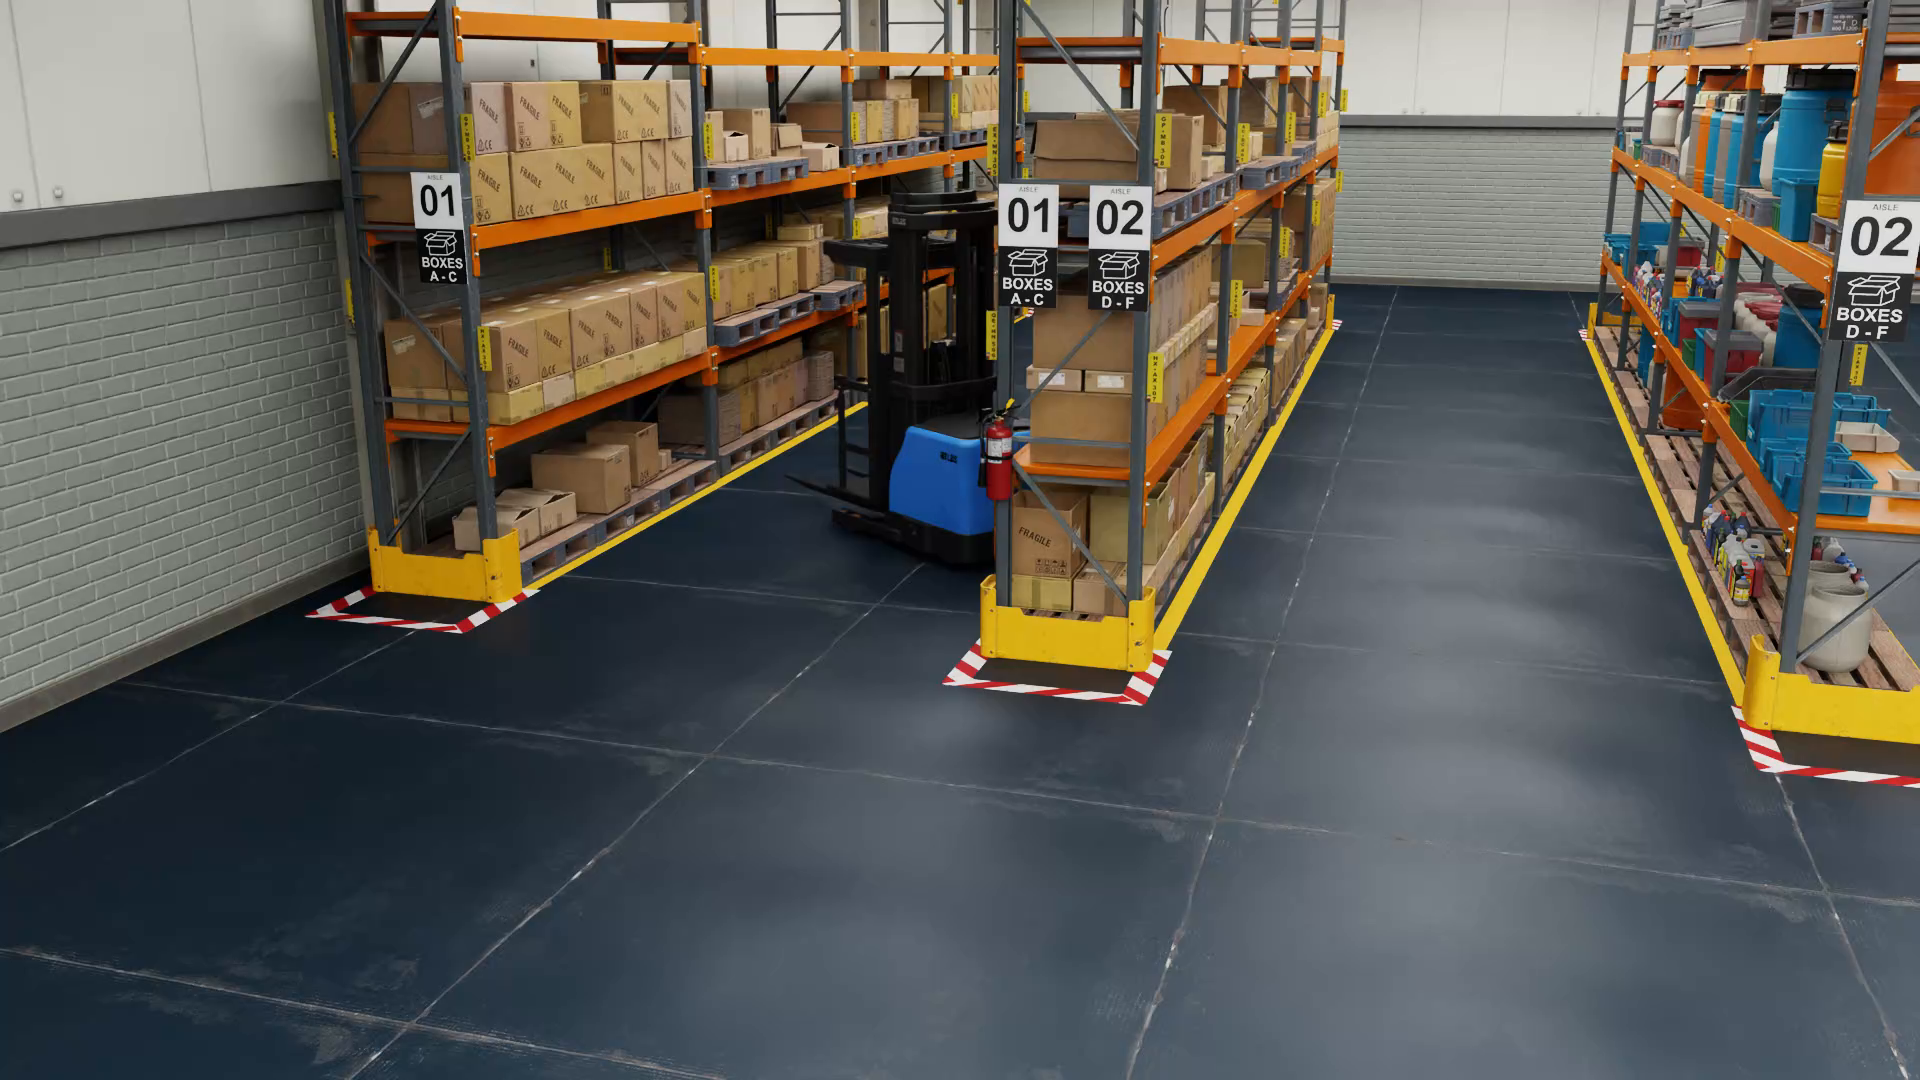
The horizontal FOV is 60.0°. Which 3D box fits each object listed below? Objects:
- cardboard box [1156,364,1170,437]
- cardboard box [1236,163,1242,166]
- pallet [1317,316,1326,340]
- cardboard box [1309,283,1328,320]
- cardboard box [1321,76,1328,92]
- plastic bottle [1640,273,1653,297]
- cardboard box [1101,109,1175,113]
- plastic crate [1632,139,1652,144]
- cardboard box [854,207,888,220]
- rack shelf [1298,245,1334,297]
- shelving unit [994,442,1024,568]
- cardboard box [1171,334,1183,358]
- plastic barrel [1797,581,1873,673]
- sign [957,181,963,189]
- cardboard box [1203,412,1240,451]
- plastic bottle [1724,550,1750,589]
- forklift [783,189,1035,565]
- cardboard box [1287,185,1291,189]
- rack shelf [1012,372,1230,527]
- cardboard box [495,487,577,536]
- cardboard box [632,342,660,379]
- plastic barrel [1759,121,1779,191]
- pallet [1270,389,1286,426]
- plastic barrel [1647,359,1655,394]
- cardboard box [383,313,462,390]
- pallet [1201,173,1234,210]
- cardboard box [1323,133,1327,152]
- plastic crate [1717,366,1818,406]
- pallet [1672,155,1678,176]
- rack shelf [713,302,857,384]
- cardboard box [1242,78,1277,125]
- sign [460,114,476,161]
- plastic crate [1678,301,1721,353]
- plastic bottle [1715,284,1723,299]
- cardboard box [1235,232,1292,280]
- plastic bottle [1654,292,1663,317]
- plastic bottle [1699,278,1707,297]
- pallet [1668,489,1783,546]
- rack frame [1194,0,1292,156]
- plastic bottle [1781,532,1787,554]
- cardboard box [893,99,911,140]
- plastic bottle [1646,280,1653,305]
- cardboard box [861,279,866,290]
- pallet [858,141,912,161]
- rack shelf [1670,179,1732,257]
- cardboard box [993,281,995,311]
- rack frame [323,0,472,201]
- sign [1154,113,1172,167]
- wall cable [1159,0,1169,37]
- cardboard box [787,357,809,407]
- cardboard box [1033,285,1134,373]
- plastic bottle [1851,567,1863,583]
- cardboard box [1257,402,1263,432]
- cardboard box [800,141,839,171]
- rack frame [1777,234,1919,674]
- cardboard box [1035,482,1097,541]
[{"bbox_3d":[1.177,-1.082,12.465,0.700,0.500,0.500,5,17,16],"label":"cardboard box"},{"bbox_3d":[2.479,-3.761,16.099,0.500,0.250,0.500,3,16,11],"label":"cardboard box"},{"bbox_3d":[5.040,-3.262,25.442,1.003,0.211,1.213,5,16,16],"label":"pallet"},{"bbox_3d":[5.369,-3.680,25.580,0.500,0.500,0.500,5,16,16],"label":"cardboard box"},{"bbox_3d":[4.895,-6.405,23.901,0.700,0.500,0.500,5,16,16],"label":"cardboard box"},{"bbox_3d":[8.139,-3.007,19.660,0.152,0.276,0.135,5,16,16],"label":"plastic bottle"},{"bbox_3d":[1.481,-3.342,13.907,0.500,0.500,0.500,6,17,20],"label":"cardboard box"},{"bbox_3d":[8.852,-5.026,21.361,0.416,0.233,0.300,5,16,16],"label":"plastic crate"},{"bbox_3d":[-1.070,-4.054,20.986,0.500,0.250,0.500,5,17,16],"label":"cardboard box"},{"bbox_3d":[4.719,-3.962,24.121,1.077,0.370,4.000,5,16,16],"label":"rack shelf"},{"bbox_3d":[0.386,-0.242,13.258,0.215,1.050,0.252,-1,16,-3],"label":"shelving unit"},{"bbox_3d":[1.496,-1.494,12.728,0.380,0.149,0.250,5,17,16],"label":"cardboard box"},{"bbox_3d":[5.603,0.556,10.662,0.421,0.512,0.421,0,16,0],"label":"plastic barrel"},{"bbox_3d":[0.007,-5.714,27.247,0.100,0.325,0.005,5,16,16],"label":"sign"},{"bbox_3d":[2.381,-1.061,15.814,0.500,0.311,0.500,4,16,15],"label":"cardboard box"},{"bbox_3d":[5.728,0.223,12.230,0.152,0.276,0.135,4,16,14],"label":"plastic bottle"},{"bbox_3d":[-0.476,-1.548,14.417,1.130,2.935,3.031,-12,20,-36],"label":"forklift"},{"bbox_3d":[4.477,-4.864,23.967,0.500,0.500,0.500,4,16,15],"label":"cardboard box"},{"bbox_3d":[1.309,-0.823,13.052,1.077,0.370,4.000,5,16,16],"label":"rack shelf"},{"bbox_3d":[-3.565,-0.270,13.906,0.500,0.311,0.500,6,17,20],"label":"cardboard box"},{"bbox_3d":[-2.995,-1.603,14.722,0.500,0.250,0.500,5,16,16],"label":"cardboard box"},{"bbox_3d":[6.315,-2.909,12.616,0.421,0.512,0.421,0,16,0],"label":"plastic barrel"},{"bbox_3d":[3.263,-1.590,19.547,1.003,0.211,1.213,5,16,16],"label":"pallet"},{"bbox_3d":[8.281,-1.938,19.456,0.421,0.512,0.421,0,16,0],"label":"plastic barrel"},{"bbox_3d":[-4.080,-1.467,12.868,0.500,0.500,0.500,4,16,15],"label":"cardboard box"},{"bbox_3d":[1.660,-2.868,13.608,1.003,0.211,1.213,5,16,16],"label":"pallet"},{"bbox_3d":[4.816,-5.525,23.091,0.500,0.250,0.500,5,16,16],"label":"cardboard box"},{"bbox_3d":[6.355,-1.150,13.001,0.767,0.338,0.504,5,16,16],"label":"plastic crate"},{"bbox_3d":[8.073,-3.898,17.426,1.003,0.211,1.213,5,16,16],"label":"pallet"},{"bbox_3d":[-2.305,-2.253,18.093,1.077,0.370,4.000,5,16,16],"label":"rack shelf"},{"bbox_3d":[3.289,-4.958,18.800,0.500,0.500,0.500,5,16,16],"label":"cardboard box"},{"bbox_3d":[-3.490,-2.851,11.783,0.100,0.325,0.005,5,16,16],"label":"sign"},{"bbox_3d":[7.010,-1.985,15.715,0.402,0.464,0.583,5,16,16],"label":"plastic crate"},{"bbox_3d":[8.589,-2.745,18.738,0.152,0.276,0.135,5,16,16],"label":"plastic bottle"},{"bbox_3d":[3.528,-3.387,19.820,0.700,0.500,0.500,8,18,26],"label":"cardboard box"},{"bbox_3d":[7.639,-2.571,18.132,0.097,0.271,0.097,0,16,0],"label":"plastic bottle"},{"bbox_3d":[8.621,-2.892,19.263,0.097,0.271,0.097,0,16,0],"label":"plastic bottle"},{"bbox_3d":[6.811,-0.174,14.557,1.003,0.211,1.213,5,16,16],"label":"pallet"},{"bbox_3d":[3.014,-5.625,17.670,1.000,3.000,0.127,5,16,16],"label":"rack frame"},{"bbox_3d":[6.581,-0.065,13.109,0.144,0.351,0.185,5,16,16],"label":"plastic bottle"},{"bbox_3d":[-1.051,-5.499,21.733,0.700,0.500,0.500,4,16,15],"label":"cardboard box"},{"bbox_3d":[7.883,-2.819,18.984,0.061,0.283,0.133,5,16,16],"label":"plastic bottle"},{"bbox_3d":[-1.341,-3.144,20.341,0.380,0.149,0.250,5,17,17],"label":"cardboard box"},{"bbox_3d":[-1.289,-4.940,21.096,1.003,0.211,1.213,5,17,18],"label":"pallet"},{"bbox_3d":[7.194,-2.927,14.975,1.077,0.370,4.000,5,16,16],"label":"rack shelf"},{"bbox_3d":[0.150,-3.761,25.903,0.700,0.500,0.500,4,16,14],"label":"cardboard box"},{"bbox_3d":[-4.010,-3.915,11.642,1.000,3.000,0.127,5,16,16],"label":"rack frame"},{"bbox_3d":[1.271,-2.503,10.413,0.100,0.325,0.005,5,16,16],"label":"sign"},{"bbox_3d":[5.081,-10.279,30.514,3.097,2.526,0.112,5,16,16],"label":"wall cable"},{"bbox_3d":[-2.149,-1.813,18.999,0.700,0.500,0.500,5,16,16],"label":"cardboard box"},{"bbox_3d":[0.901,-1.453,11.395,0.700,0.500,0.500,5,16,16],"label":"cardboard box"},{"bbox_3d":[6.385,0.326,11.853,0.061,0.283,0.133,5,17,17],"label":"plastic bottle"},{"bbox_3d":[2.955,-1.326,17.778,0.500,0.250,0.500,4,16,15],"label":"cardboard box"},{"bbox_3d":[-1.682,-4.322,18.701,0.500,0.311,0.500,5,16,16],"label":"cardboard box"},{"bbox_3d":[5.489,-0.261,9.752,1.000,3.000,0.127,5,16,16],"label":"rack frame"},{"bbox_3d":[0.878,-0.312,12.827,0.500,0.500,0.500,5,16,16],"label":"cardboard box"}]
